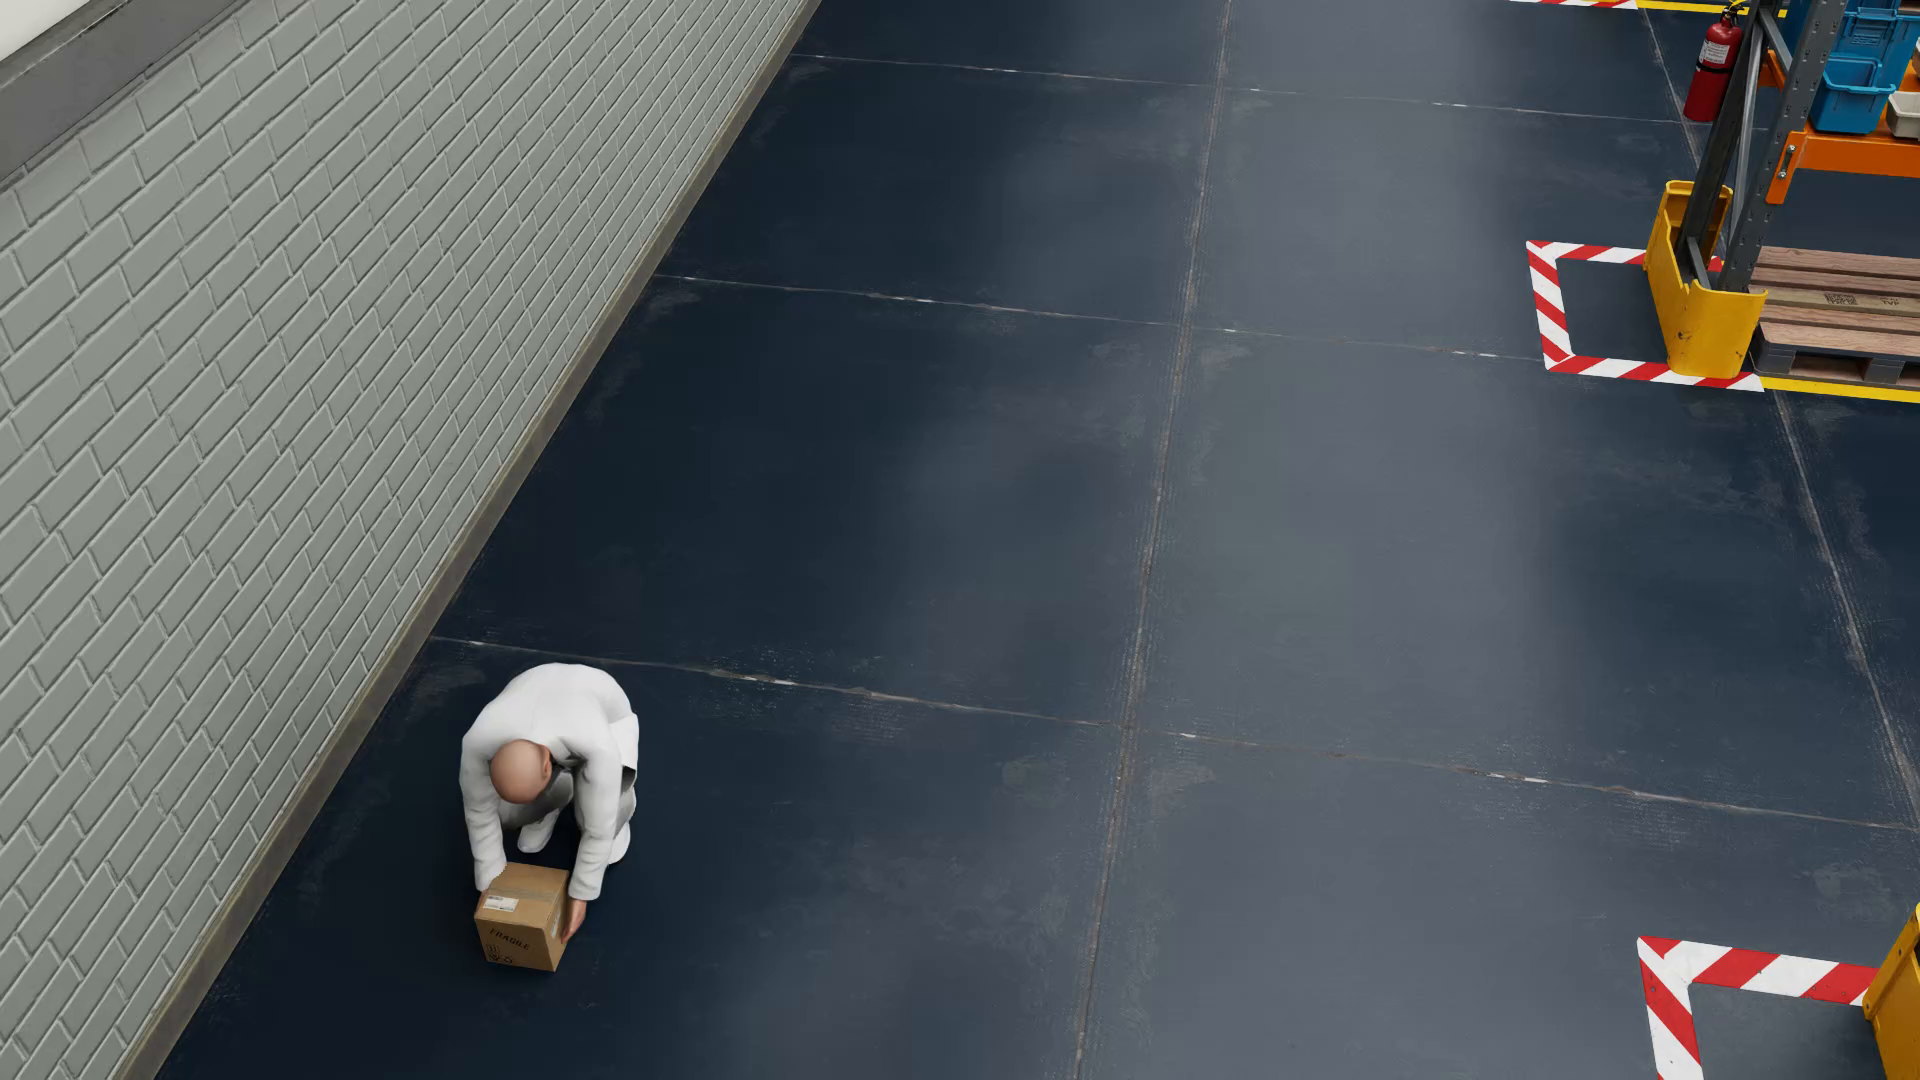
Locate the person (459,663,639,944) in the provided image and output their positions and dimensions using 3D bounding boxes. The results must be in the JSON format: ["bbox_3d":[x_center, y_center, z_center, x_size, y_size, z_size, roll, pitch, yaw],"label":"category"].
[{"bbox_3d":[-1.430,0.820,5.862,0.609,0.918,0.909,6,40,8],"label":"person"}]
